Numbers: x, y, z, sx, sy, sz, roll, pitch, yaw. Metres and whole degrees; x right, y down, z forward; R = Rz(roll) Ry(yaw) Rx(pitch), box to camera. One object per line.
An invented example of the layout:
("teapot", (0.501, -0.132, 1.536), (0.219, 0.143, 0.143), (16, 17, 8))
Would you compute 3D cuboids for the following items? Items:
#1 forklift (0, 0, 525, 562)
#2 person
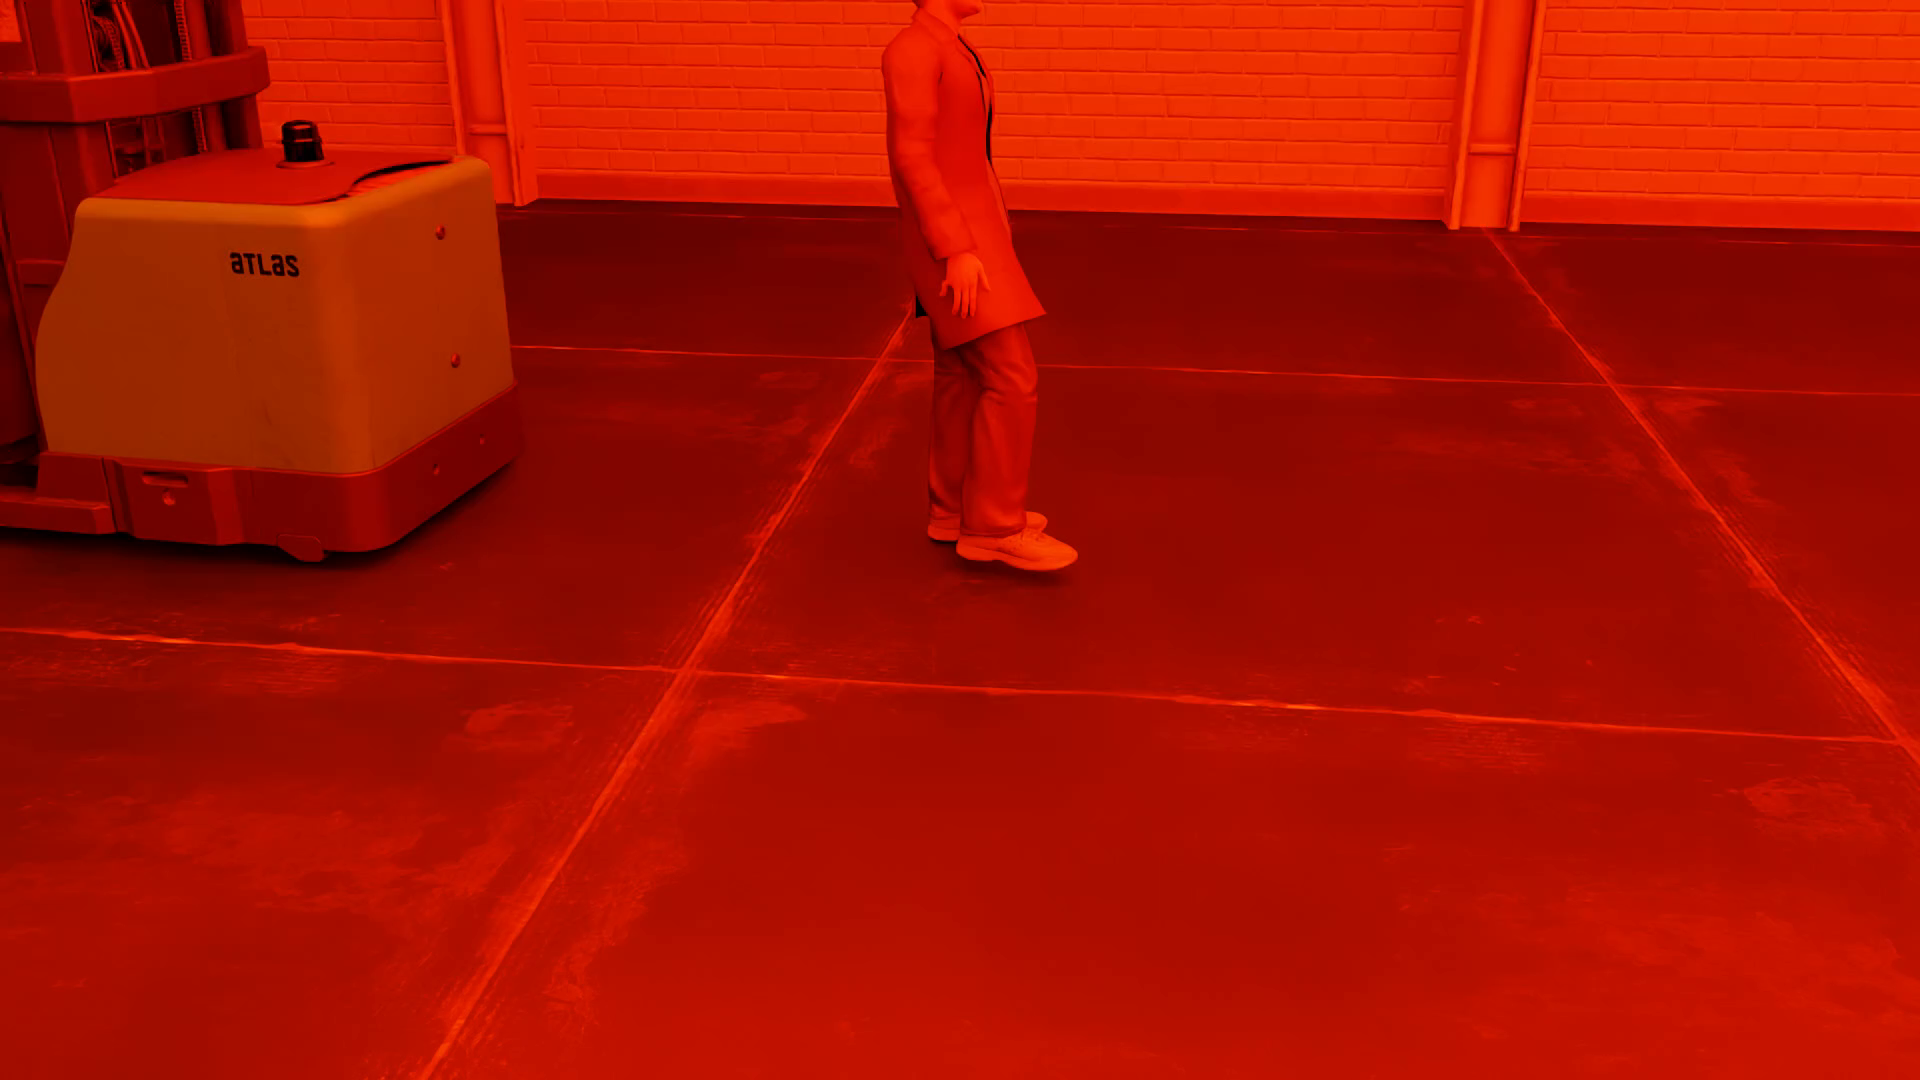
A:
("forklift", (-3.077, -1.559, 5.125), (3.031, 2.935, 1.130), (5, 22, 11))
("person", (0.091, -0.825, 4.828), (0.580, 1.778, 0.696), (3, 22, 7))
